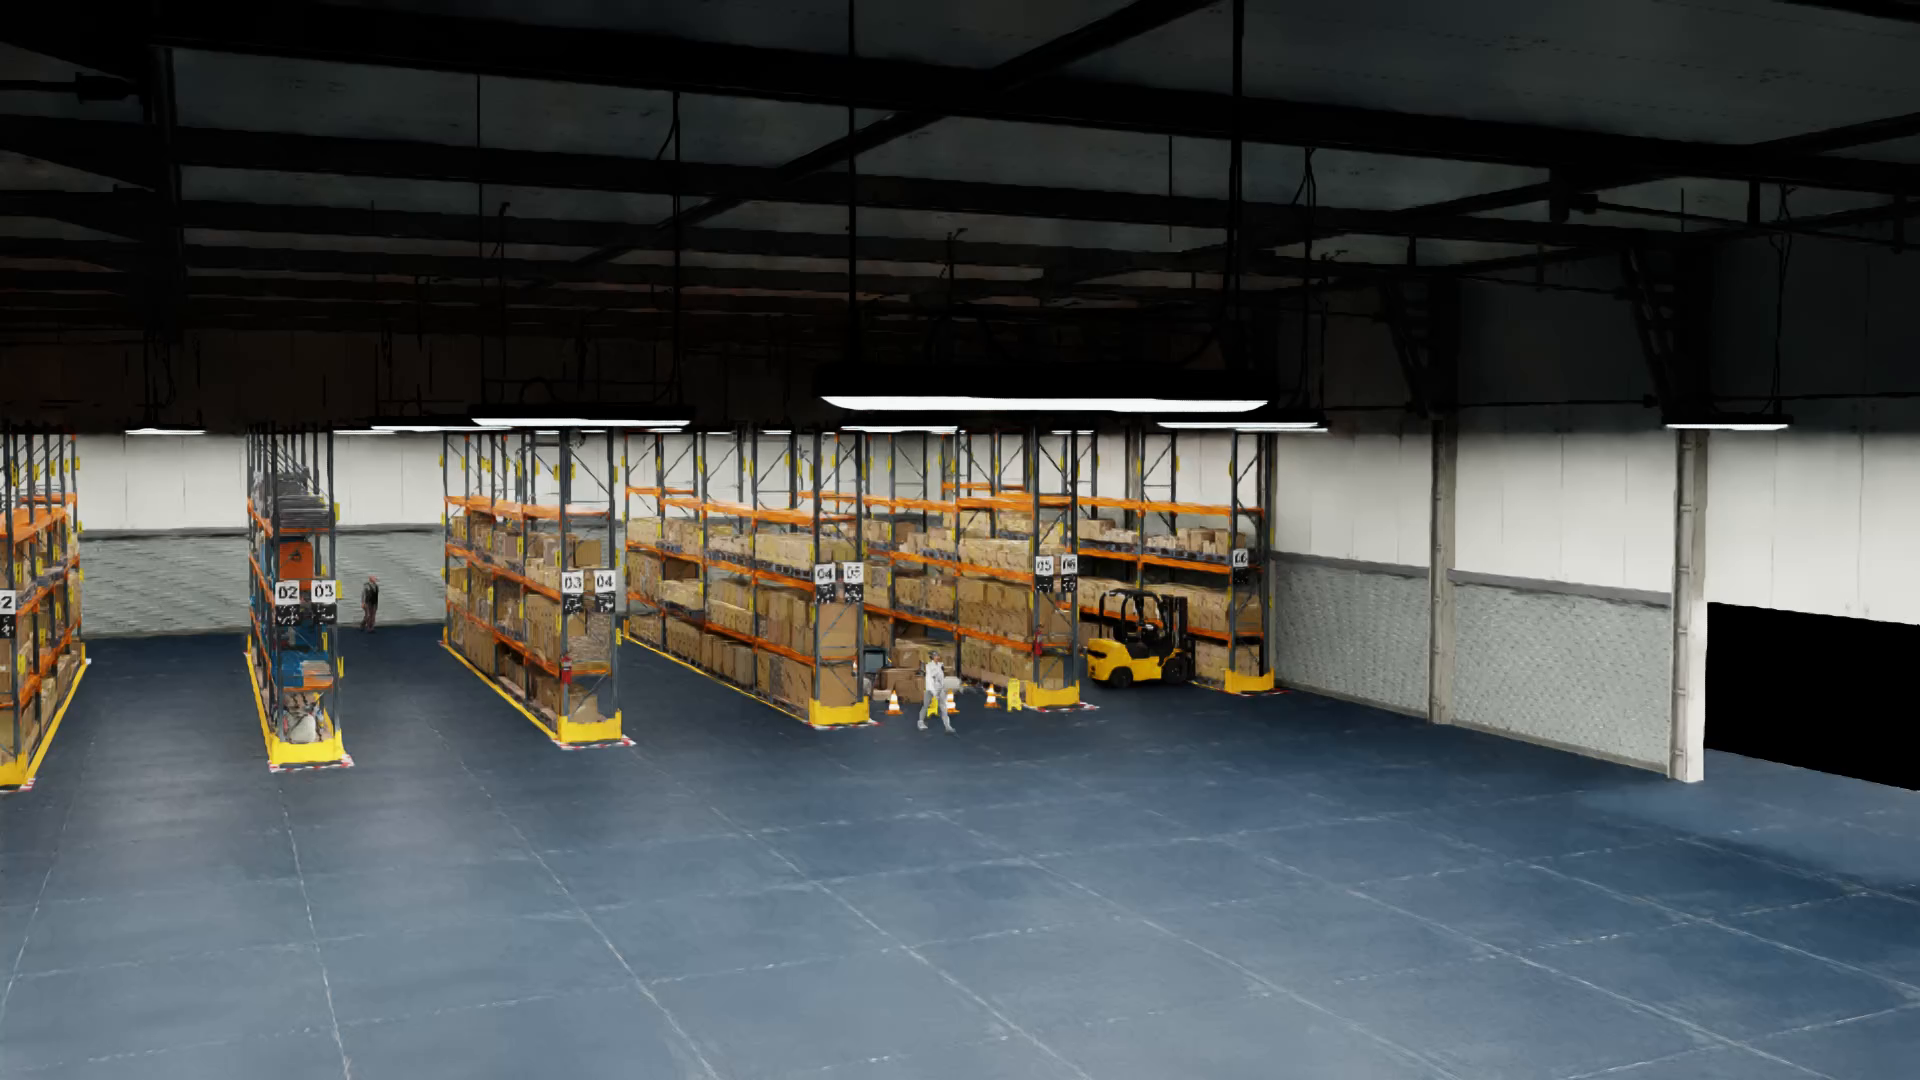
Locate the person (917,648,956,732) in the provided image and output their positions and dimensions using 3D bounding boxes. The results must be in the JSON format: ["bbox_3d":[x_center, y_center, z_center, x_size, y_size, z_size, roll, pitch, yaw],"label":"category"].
[{"bbox_3d":[-0.486,2.883,32.160,0.482,1.622,0.994,-2,4,-33],"label":"person"}]

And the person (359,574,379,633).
[{"bbox_3d":[-17.203,1.847,48.395,0.525,1.716,0.581,2,4,28],"label":"person"}]
